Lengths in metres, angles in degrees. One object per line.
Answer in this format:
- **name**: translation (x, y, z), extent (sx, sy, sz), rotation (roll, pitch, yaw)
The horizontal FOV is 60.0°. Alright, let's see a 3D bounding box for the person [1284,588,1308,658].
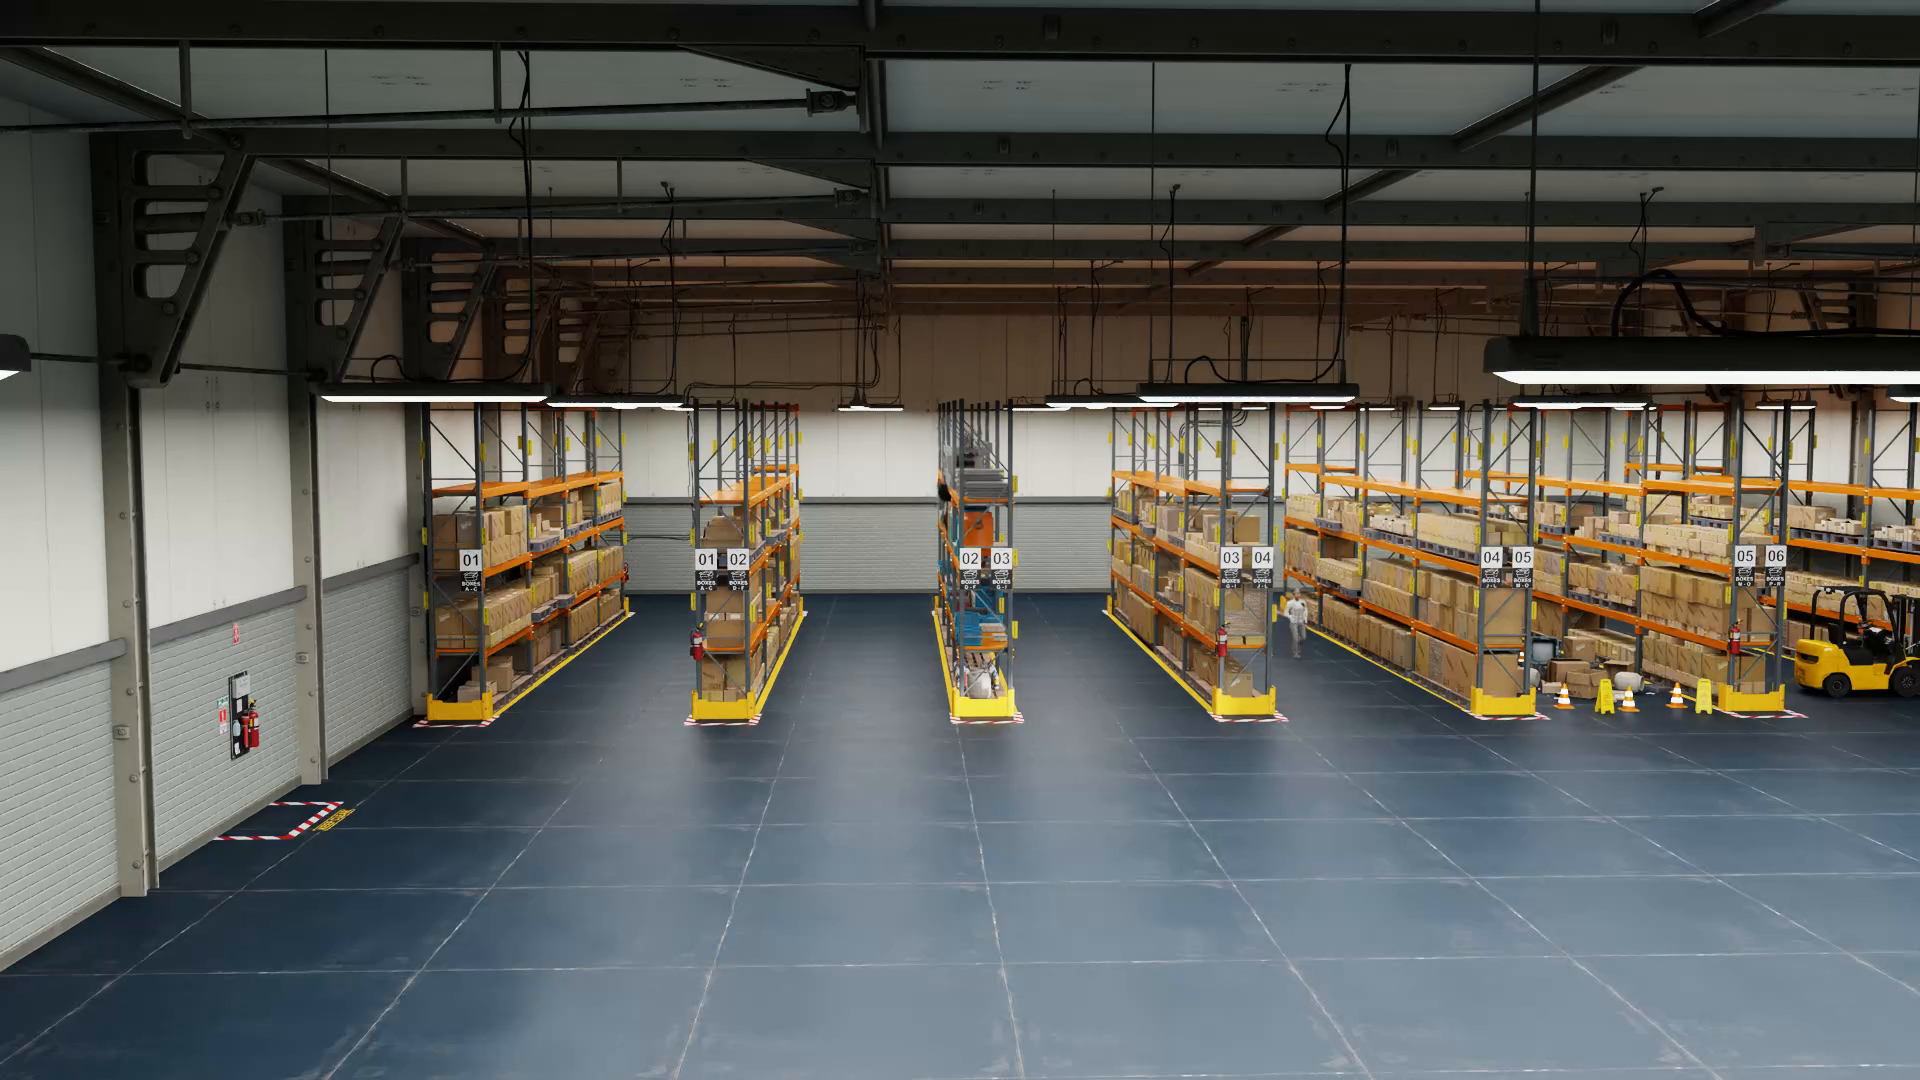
- **person**: translation (7.902, 1.942, 38.942), extent (0.592, 1.646, 0.519), rotation (-1, 4, -8)

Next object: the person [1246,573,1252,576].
- **person**: translation (8.141, 1.233, 47.982), extent (0.718, 1.721, 0.742), rotation (-4, 6, -42)

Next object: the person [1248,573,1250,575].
- **person**: translation (8.438, 1.241, 48.457), extent (0.828, 1.606, 0.642), rotation (-3, 5, -33)
